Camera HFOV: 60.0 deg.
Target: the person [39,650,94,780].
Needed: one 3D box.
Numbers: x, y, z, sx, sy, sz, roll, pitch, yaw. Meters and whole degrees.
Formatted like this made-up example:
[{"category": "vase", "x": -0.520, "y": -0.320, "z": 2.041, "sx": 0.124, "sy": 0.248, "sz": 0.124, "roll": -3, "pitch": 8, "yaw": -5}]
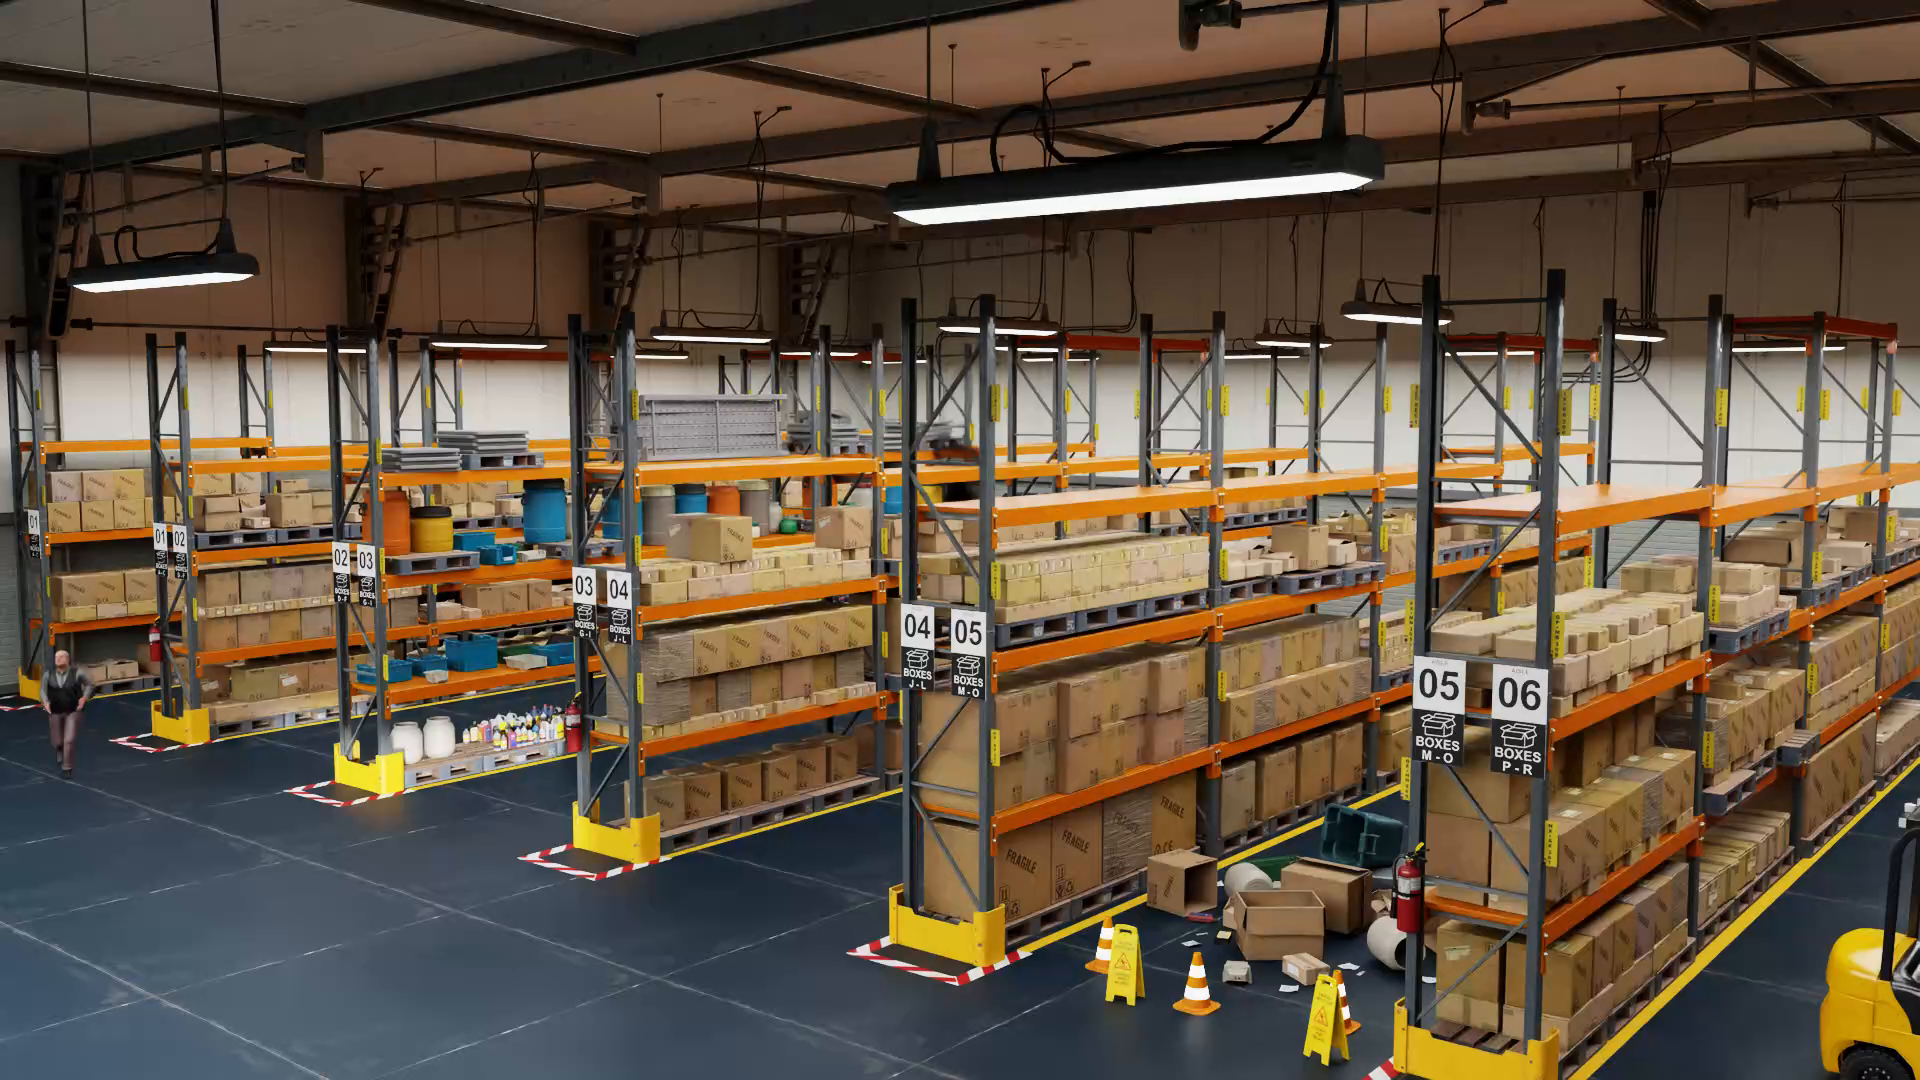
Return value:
[{"category": "person", "x": -12.008, "y": 2.322, "z": 22.372, "sx": 0.668, "sy": 1.713, "sz": 0.747, "roll": -2, "pitch": 5, "yaw": -18}]
